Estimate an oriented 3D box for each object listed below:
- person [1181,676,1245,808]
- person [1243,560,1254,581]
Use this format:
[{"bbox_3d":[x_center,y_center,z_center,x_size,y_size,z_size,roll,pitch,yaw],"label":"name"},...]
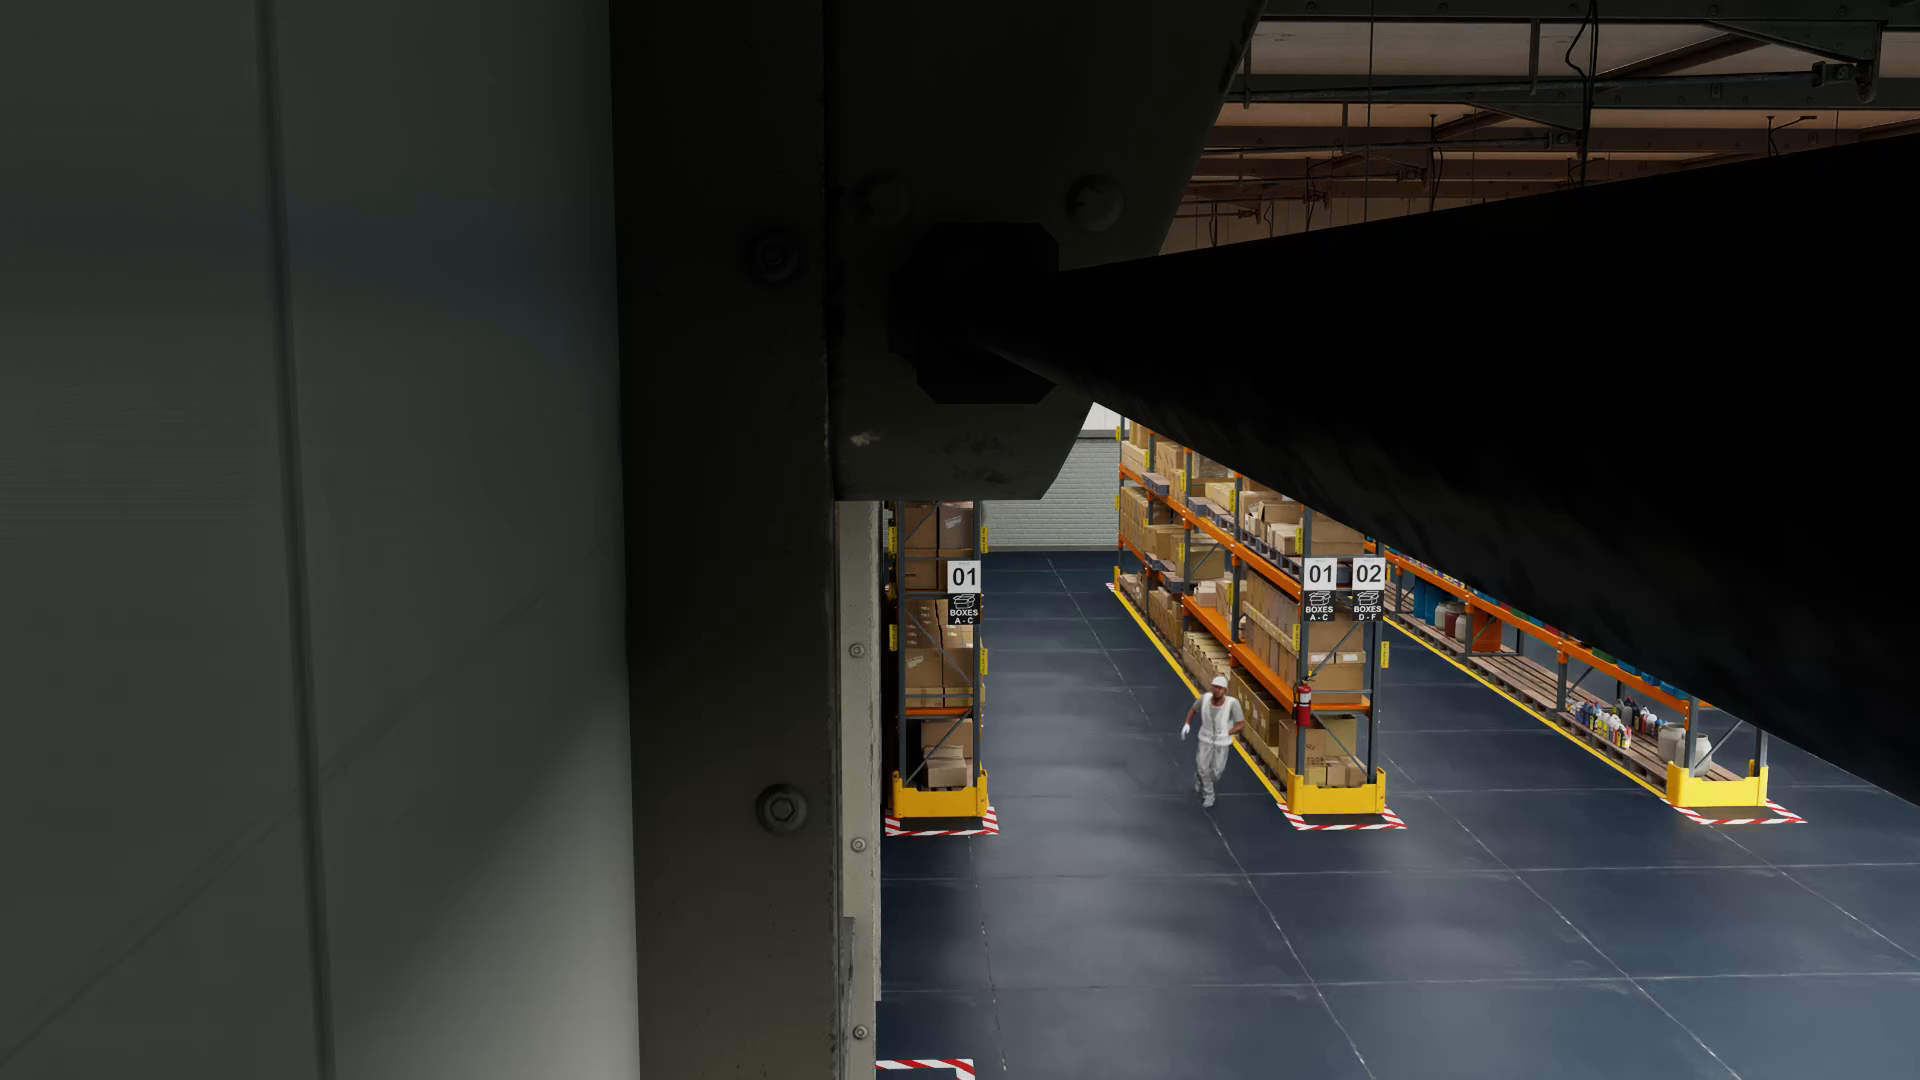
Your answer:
[{"bbox_3d":[3.181,2.521,20.941,0.798,1.691,0.603,2,8,12],"label":"person"},{"bbox_3d":[6.004,0.497,34.635,0.701,1.737,1.113,0,8,-2],"label":"person"}]
